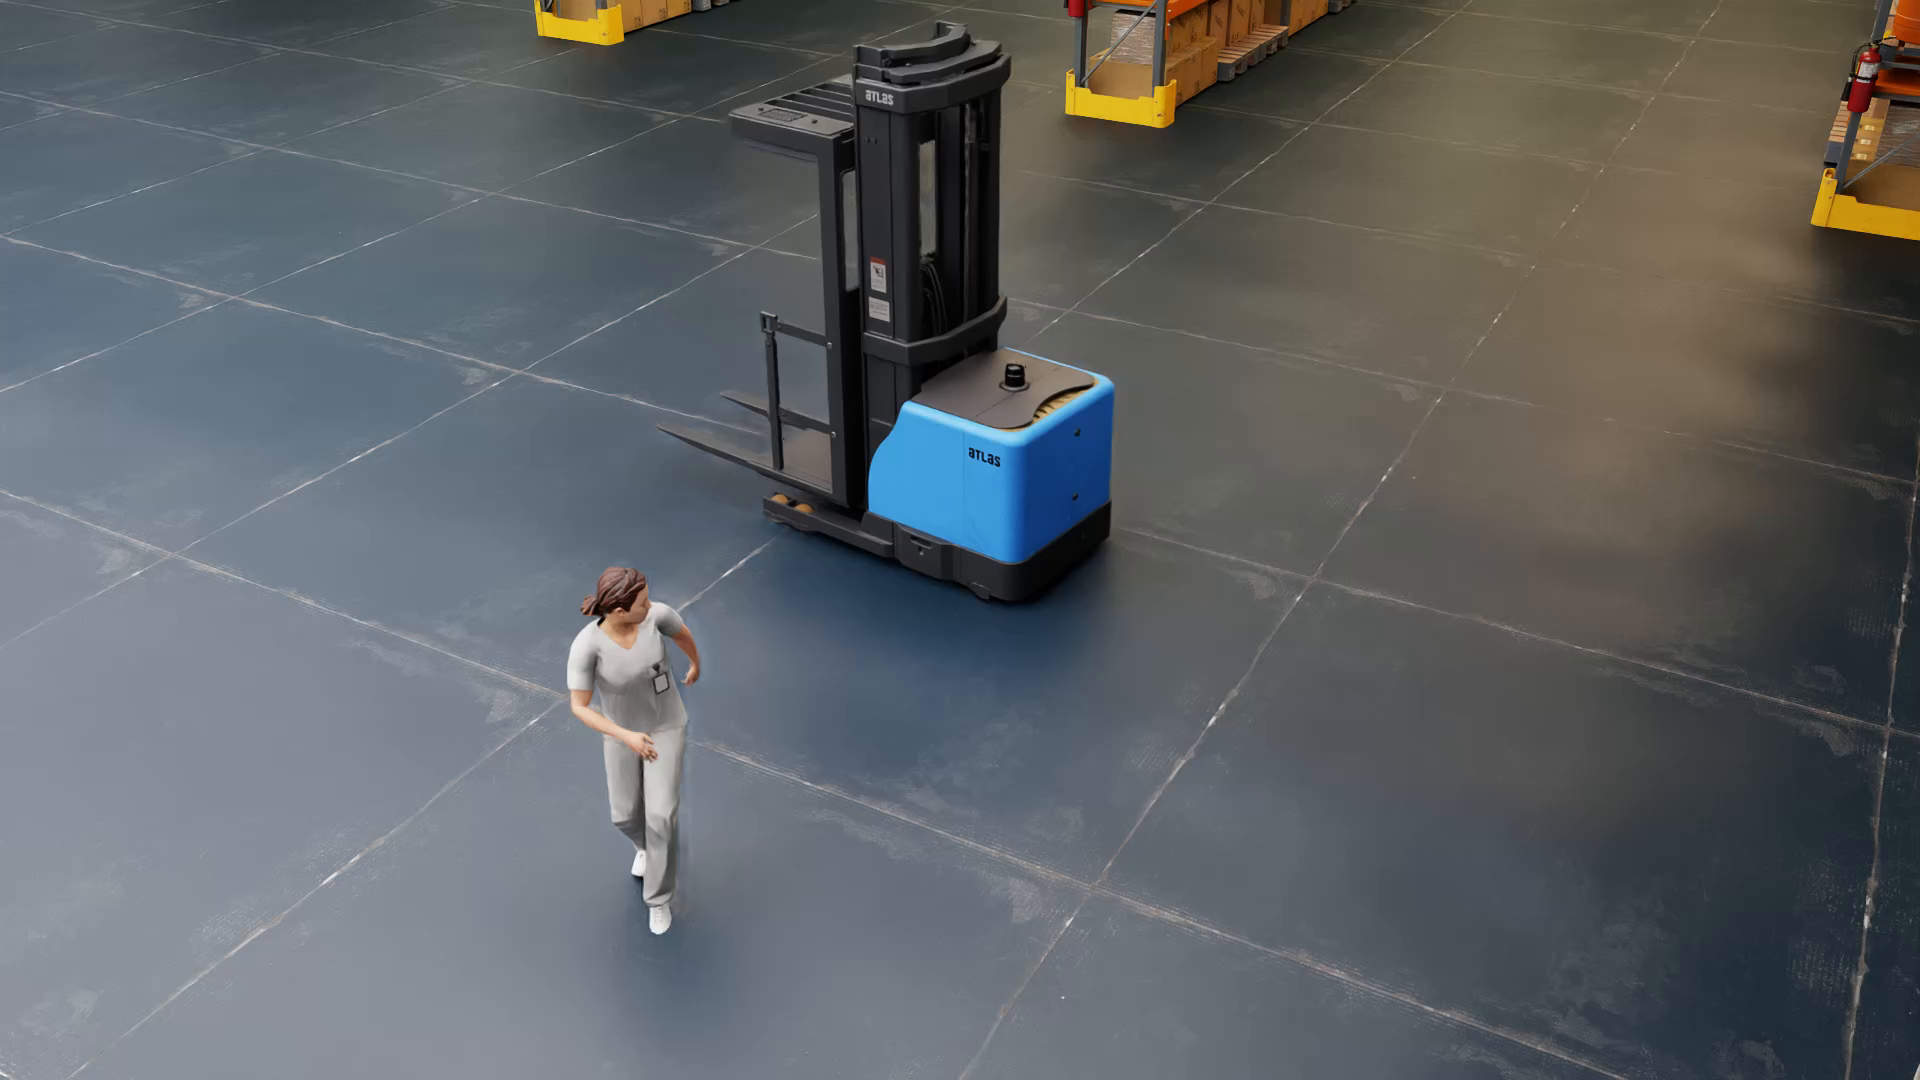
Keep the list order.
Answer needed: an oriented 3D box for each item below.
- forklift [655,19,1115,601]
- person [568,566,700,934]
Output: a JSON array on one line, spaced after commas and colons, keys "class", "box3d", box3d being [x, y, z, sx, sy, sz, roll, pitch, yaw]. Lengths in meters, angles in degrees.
[{"class": "forklift", "box3d": [-0.585, -1.510, 9.686, 3.031, 2.935, 1.130, 21, 36, 31]}, {"class": "person", "box3d": [-1.347, 0.828, 7.012, 0.503, 1.669, 0.784, -3, 30, -5]}]
